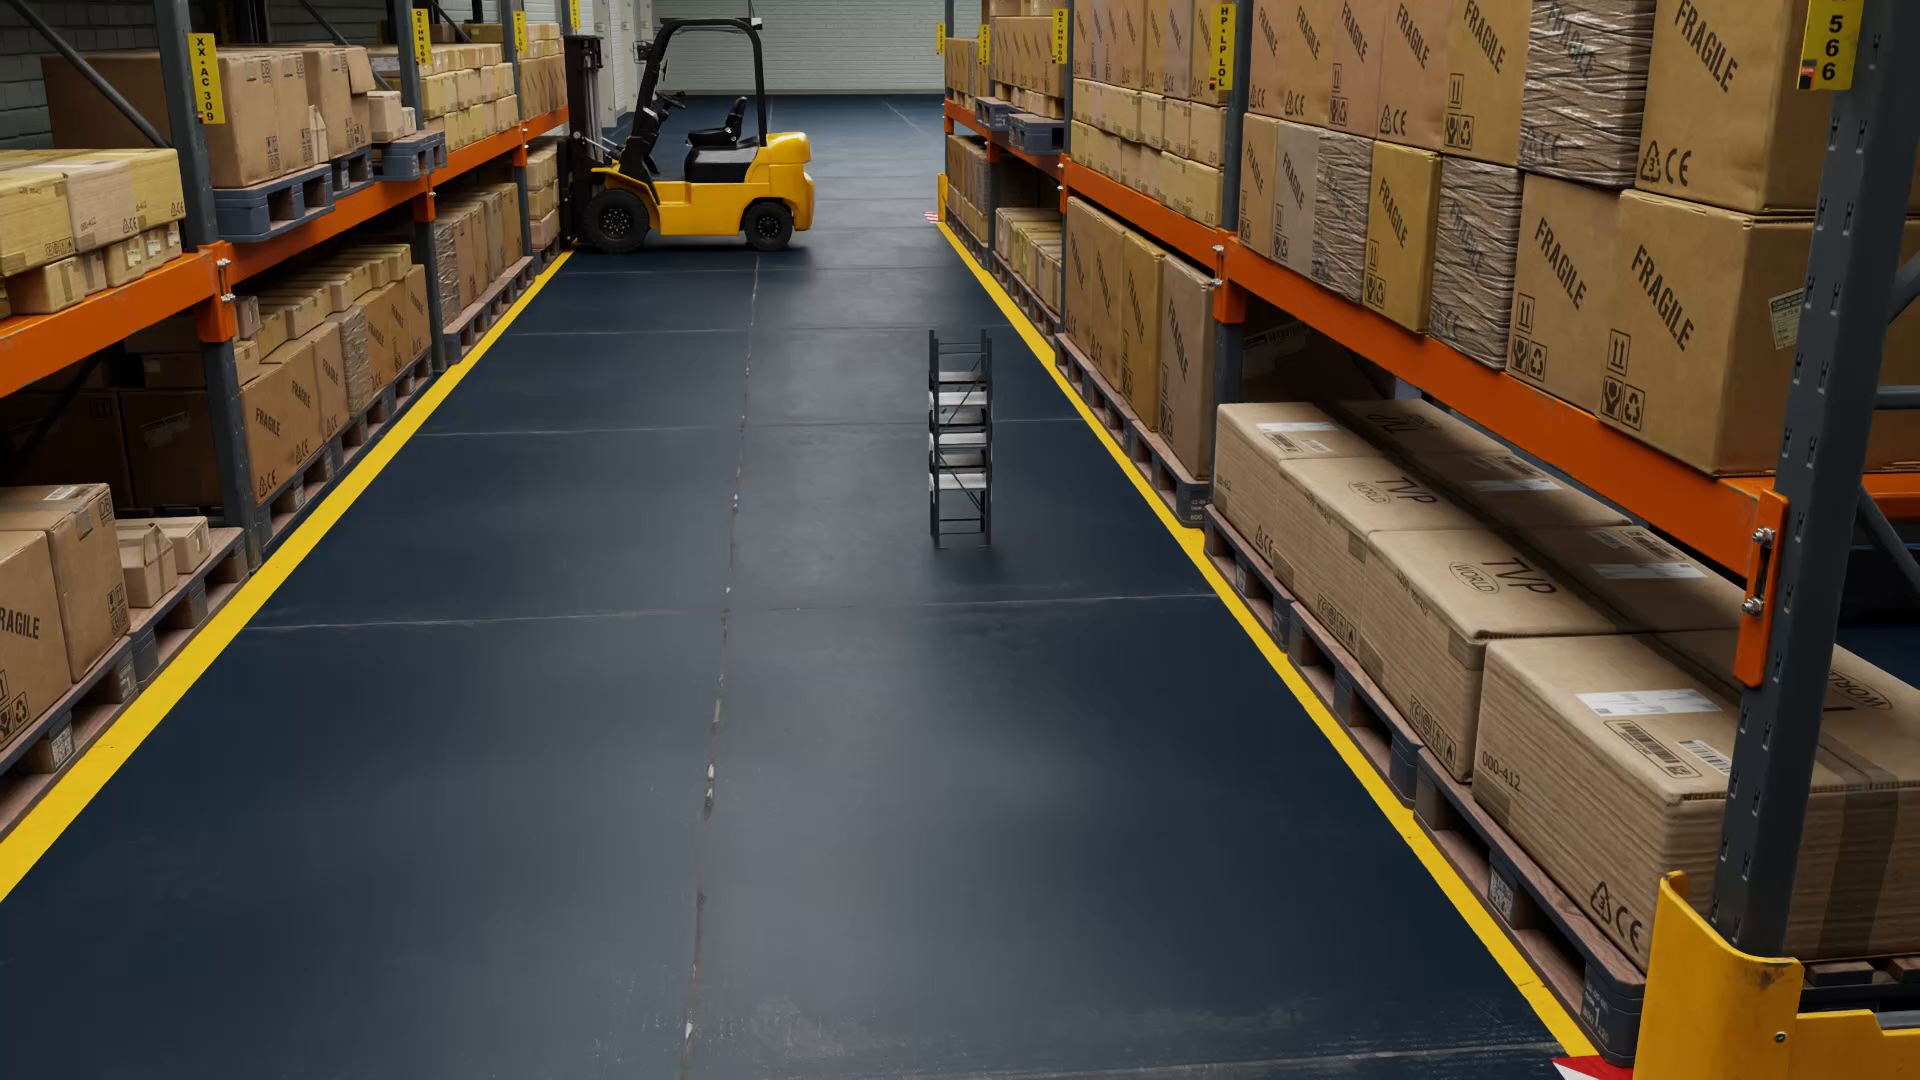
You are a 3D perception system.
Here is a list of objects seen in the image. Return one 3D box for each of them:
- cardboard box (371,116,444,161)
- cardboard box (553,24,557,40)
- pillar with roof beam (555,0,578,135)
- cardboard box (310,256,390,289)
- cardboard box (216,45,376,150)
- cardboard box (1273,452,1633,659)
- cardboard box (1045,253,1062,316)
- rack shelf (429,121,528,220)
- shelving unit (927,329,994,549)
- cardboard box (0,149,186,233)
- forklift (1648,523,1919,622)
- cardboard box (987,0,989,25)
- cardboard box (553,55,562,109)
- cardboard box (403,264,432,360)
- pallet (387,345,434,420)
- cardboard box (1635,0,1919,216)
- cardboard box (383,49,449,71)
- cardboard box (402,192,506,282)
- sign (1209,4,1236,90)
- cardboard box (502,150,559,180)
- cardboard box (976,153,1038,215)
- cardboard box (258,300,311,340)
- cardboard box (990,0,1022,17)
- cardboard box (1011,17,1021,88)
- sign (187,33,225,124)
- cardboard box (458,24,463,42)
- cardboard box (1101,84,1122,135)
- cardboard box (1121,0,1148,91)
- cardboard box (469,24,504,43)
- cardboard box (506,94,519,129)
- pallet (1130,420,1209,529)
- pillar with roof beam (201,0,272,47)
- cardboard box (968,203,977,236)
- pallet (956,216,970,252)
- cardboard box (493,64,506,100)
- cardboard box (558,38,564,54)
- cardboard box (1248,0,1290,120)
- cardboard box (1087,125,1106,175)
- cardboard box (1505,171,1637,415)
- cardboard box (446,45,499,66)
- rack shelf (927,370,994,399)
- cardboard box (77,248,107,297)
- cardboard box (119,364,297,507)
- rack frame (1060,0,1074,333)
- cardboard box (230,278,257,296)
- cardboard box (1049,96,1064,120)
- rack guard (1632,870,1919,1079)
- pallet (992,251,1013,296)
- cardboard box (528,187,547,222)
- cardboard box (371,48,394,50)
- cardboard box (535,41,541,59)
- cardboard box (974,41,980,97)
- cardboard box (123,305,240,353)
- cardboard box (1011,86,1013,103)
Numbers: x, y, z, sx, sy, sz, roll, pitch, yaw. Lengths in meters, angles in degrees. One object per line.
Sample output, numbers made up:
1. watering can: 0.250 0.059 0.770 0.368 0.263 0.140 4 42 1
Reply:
1. cardboard box: -3.575 -2.552 10.550 0.500 0.250 0.500 -2 18 -5
2. cardboard box: -4.152 -4.966 16.242 0.380 0.149 0.250 -1 17 -4
3. pillar with roof beam: -2.378 -11.203 27.838 9.100 9.000 0.400 -2 18 -6
4. cardboard box: -3.428 -1.502 9.343 0.380 0.149 0.250 -2 18 -7
5. cardboard box: -3.420 -2.253 8.473 0.797 0.503 0.637 -2 18 -7
6. cardboard box: 1.628 0.032 5.643 0.875 0.438 0.875 -2 18 -7
7. cardboard box: 1.116 -1.754 11.442 0.950 0.372 0.625 -3 18 -9
8. rack shelf: -3.979 -2.737 12.088 1.077 0.370 4.000 -2 18 -6
9. shelving unit: 0.001 -0.427 7.035 0.258 0.900 0.210 -2 18 -6
10. cardboard box: -3.065 -1.219 5.805 0.500 0.250 0.500 -1 17 -4
11. forklift: 4.447 -1.270 6.328 3.031 2.935 1.130 -2 18 -7
12. cardboard box: 0.654 -5.392 17.013 0.700 0.500 0.500 -2 18 -5
13. cardboard box: -4.188 -4.469 16.239 0.500 0.500 0.500 -2 18 -7
14. cardboard box: -3.515 -1.373 10.014 0.500 0.500 0.500 -1 17 -4
15. pallet: -3.733 -0.930 9.788 1.003 0.211 1.213 -2 18 -6
16. cardboard box: 1.703 -0.916 3.252 0.500 0.500 0.500 -1 17 -4
17. cardboard box: -3.689 -3.252 11.279 0.380 0.149 0.250 -2 17 -5
18. cardboard box: -4.048 -2.357 12.940 0.875 0.625 0.625 -2 18 -6
19. sign: 1.038 -1.942 6.554 0.100 0.325 0.005 -2 18 -6
20. cardboard box: -4.029 -3.496 15.525 0.500 0.250 0.500 -1 17 -4
21. cardboard box: 0.424 -3.245 15.142 0.500 0.500 0.500 -2 18 -6
22. cardboard box: -3.306 -1.038 7.865 0.380 0.149 0.250 -2 18 -6
23. cardboard box: 0.448 -4.379 13.670 0.380 0.149 0.250 -2 18 -6
24. cardboard box: 0.668 -3.622 12.343 0.500 0.500 0.500 -2 18 -8
25. sign: -2.821 -1.725 6.217 0.100 0.325 0.005 -2 18 -6
26. cardboard box: -4.544 -4.415 14.487 0.380 0.149 0.250 -2 18 -6
27. cardboard box: 1.062 -2.344 9.052 0.500 0.250 0.500 -2 18 -6
28. cardboard box: 1.119 -2.556 8.476 0.500 0.500 0.500 -1 17 -5
29. cardboard box: -3.923 -4.279 14.053 0.380 0.149 0.250 -1 17 -5
30. cardboard box: -3.873 -3.462 13.448 0.500 0.250 0.500 -1 17 -4
31. pallet: 1.422 -0.344 7.921 1.003 0.211 1.213 -2 18 -6
32. pillar with roof beam: -0.522 -5.840 10.756 9.100 9.000 0.400 -2 18 -6
33. cardboard box: 0.358 -3.045 15.758 0.500 0.250 0.500 -2 18 -7
34. pallet: 0.518 -3.063 16.582 1.003 0.211 1.213 -2 18 -6
35. cardboard box: -3.820 -3.552 12.898 0.500 0.250 0.500 -2 18 -7
36. cardboard box: -4.228 -5.055 17.021 0.380 0.149 0.250 -1 17 -5
37. cardboard box: 1.385 -1.822 6.138 0.500 0.500 0.500 -2 18 -5
38. cardboard box: 1.035 -2.261 9.622 0.500 0.250 0.500 -2 18 -7
39. cardboard box: 1.639 -0.589 3.877 0.500 0.500 0.500 -2 18 -7
40. cardboard box: -3.753 -3.713 12.747 0.380 0.149 0.250 -2 18 -7
41. rack shelf: 0.001 -0.653 6.964 0.258 0.077 0.200 -2 18 -6
42. cardboard box: -2.977 -0.853 5.305 0.380 0.149 0.250 -1 17 -4
43. cardboard box: -3.186 -0.451 7.079 0.500 0.500 0.500 -1 17 -3
44. rack frame: 1.164 -2.639 10.574 1.000 3.000 0.127 -2 18 -6
45. cardboard box: -3.842 -1.253 8.549 0.380 0.149 0.250 -2 18 -5
46. cardboard box: 0.797 -2.887 11.084 0.380 0.149 0.250 -2 17 -5
47. rack guard: 1.992 0.944 3.334 1.175 0.500 0.348 -2 18 -6
48. pallet: 0.833 -2.268 14.049 1.003 0.211 1.213 -2 18 -6
49. cardboard box: -3.928 -2.957 14.642 0.500 0.250 0.500 -2 18 -6
50. cardboard box: -4.185 -3.389 11.714 0.380 0.149 0.250 -1 17 -4
51. cardboard box: -4.017 -4.444 15.075 0.380 0.149 0.250 -2 18 -6
52. cardboard box: 0.398 -4.298 15.196 0.500 0.500 0.500 -1 17 -4
53. cardboard box: -3.193 -0.865 6.817 0.380 0.149 0.250 -2 18 -7
54. cardboard box: 0.601 -3.502 13.042 0.380 0.149 0.250 -2 17 -5
